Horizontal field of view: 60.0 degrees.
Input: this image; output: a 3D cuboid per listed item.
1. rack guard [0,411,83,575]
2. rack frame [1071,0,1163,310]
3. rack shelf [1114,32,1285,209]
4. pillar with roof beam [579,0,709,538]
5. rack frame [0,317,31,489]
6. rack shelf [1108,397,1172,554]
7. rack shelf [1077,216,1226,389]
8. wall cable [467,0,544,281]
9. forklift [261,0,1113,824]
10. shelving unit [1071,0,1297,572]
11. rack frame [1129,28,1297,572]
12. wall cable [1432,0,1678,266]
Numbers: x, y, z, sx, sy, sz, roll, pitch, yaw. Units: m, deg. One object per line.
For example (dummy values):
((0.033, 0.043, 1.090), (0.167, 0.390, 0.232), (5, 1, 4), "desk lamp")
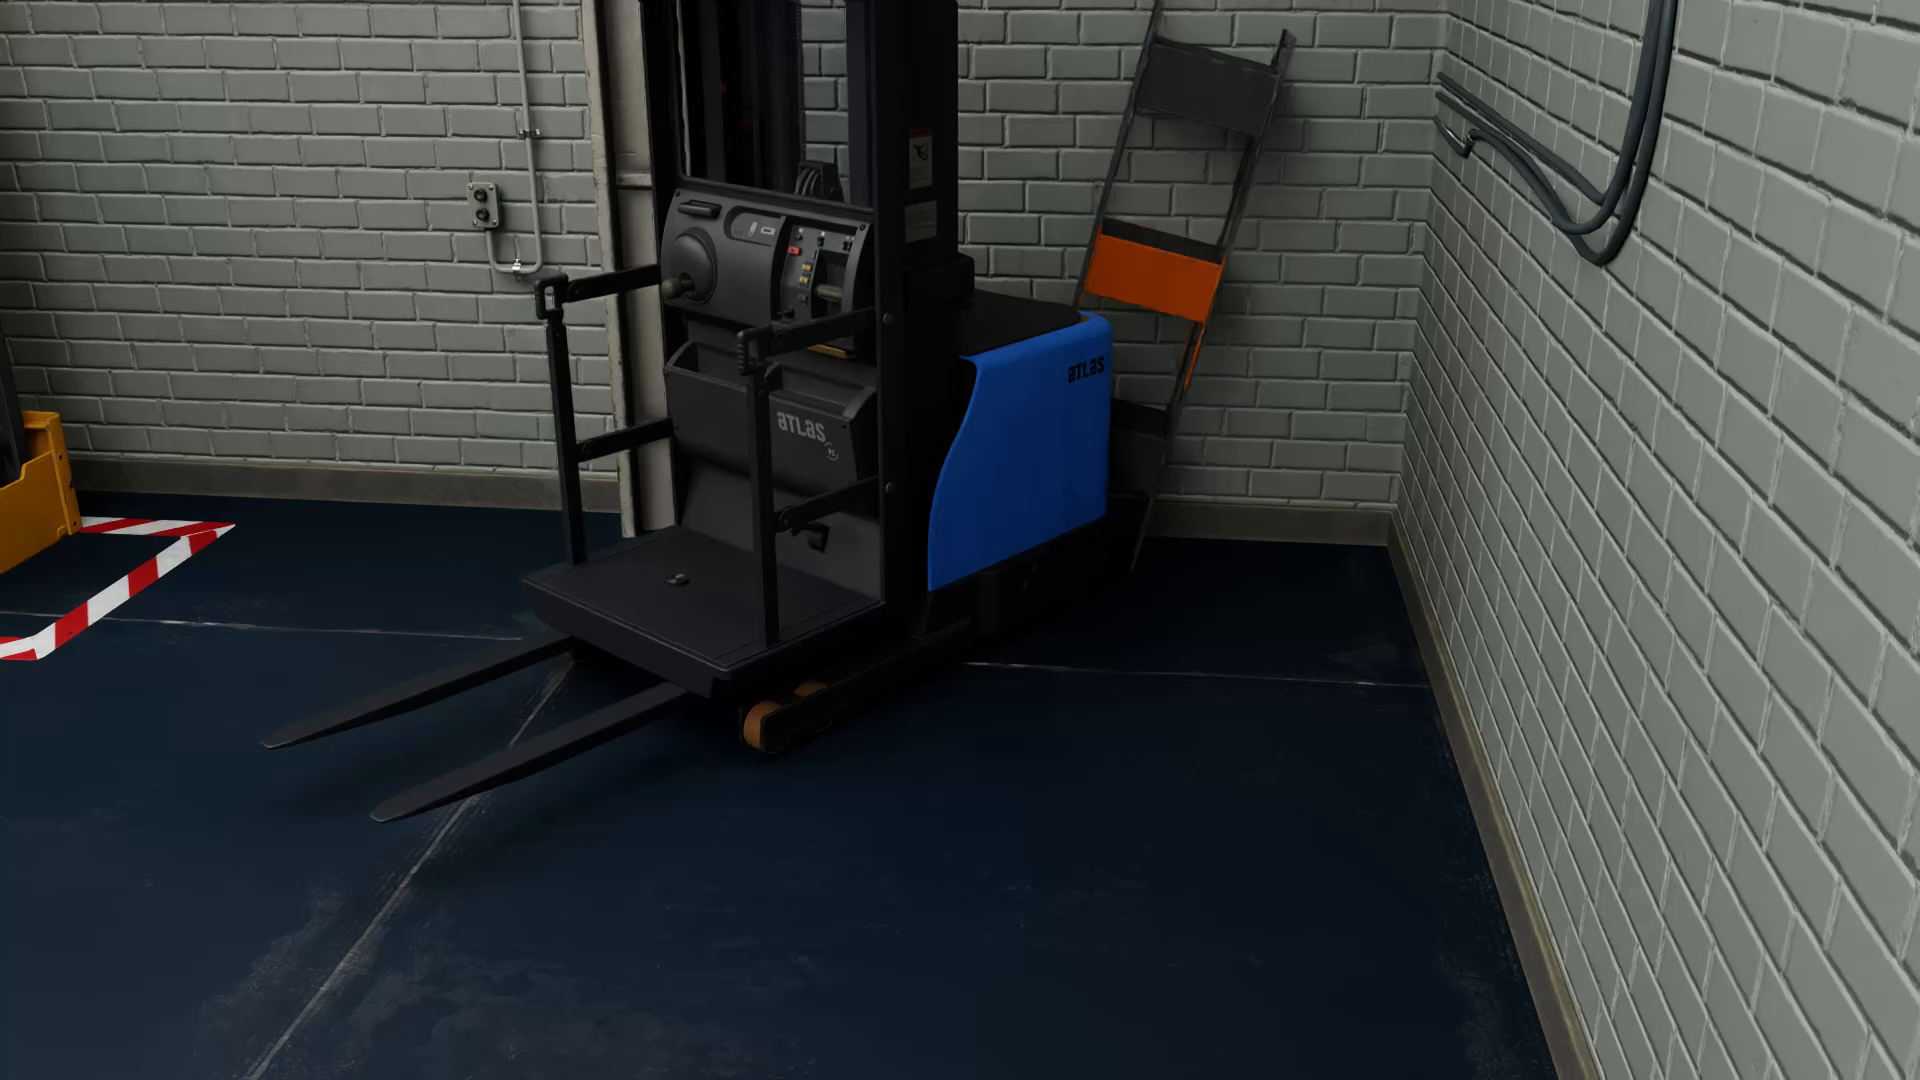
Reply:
((-3.961, -0.093, 6.494), (0.348, 0.500, 1.175), (2, 22, 6), "rack guard")
((0.474, -1.014, 6.400), (0.015, 2.100, 0.400), (15, 21, 0), "rack frame")
((0.872, -1.570, 6.149), (0.480, 0.518, 0.431), (15, 21, 0), "rack shelf")
((-1.708, -2.673, 1.462), (0.400, 9.000, 9.100), (2, 22, 6), "pillar with roof beam")
((-3.985, -1.256, 6.037), (0.127, 3.000, 1.000), (2, 22, 6), "rack frame")
((0.542, -0.310, 6.661), (0.480, 0.518, 0.431), (15, 21, 0), "rack shelf")
((0.707, -0.940, 6.405), (0.480, 0.518, 0.431), (15, 21, 0), "rack shelf")
((-2.602, -2.018, 6.584), (1.851, 1.984, 0.084), (2, 22, 6), "wall cable")
((-0.781, -0.899, 5.228), (1.130, 2.935, 3.031), (18, 28, 38), "forklift")
((0.710, -0.952, 6.400), (0.503, 2.100, 0.431), (15, 21, 0), "shelving unit")
((0.946, -0.890, 6.400), (0.015, 2.100, 0.400), (15, 21, 0), "rack frame")
((1.590, -2.227, 4.556), (0.112, 2.526, 3.097), (2, 22, 6), "wall cable")
